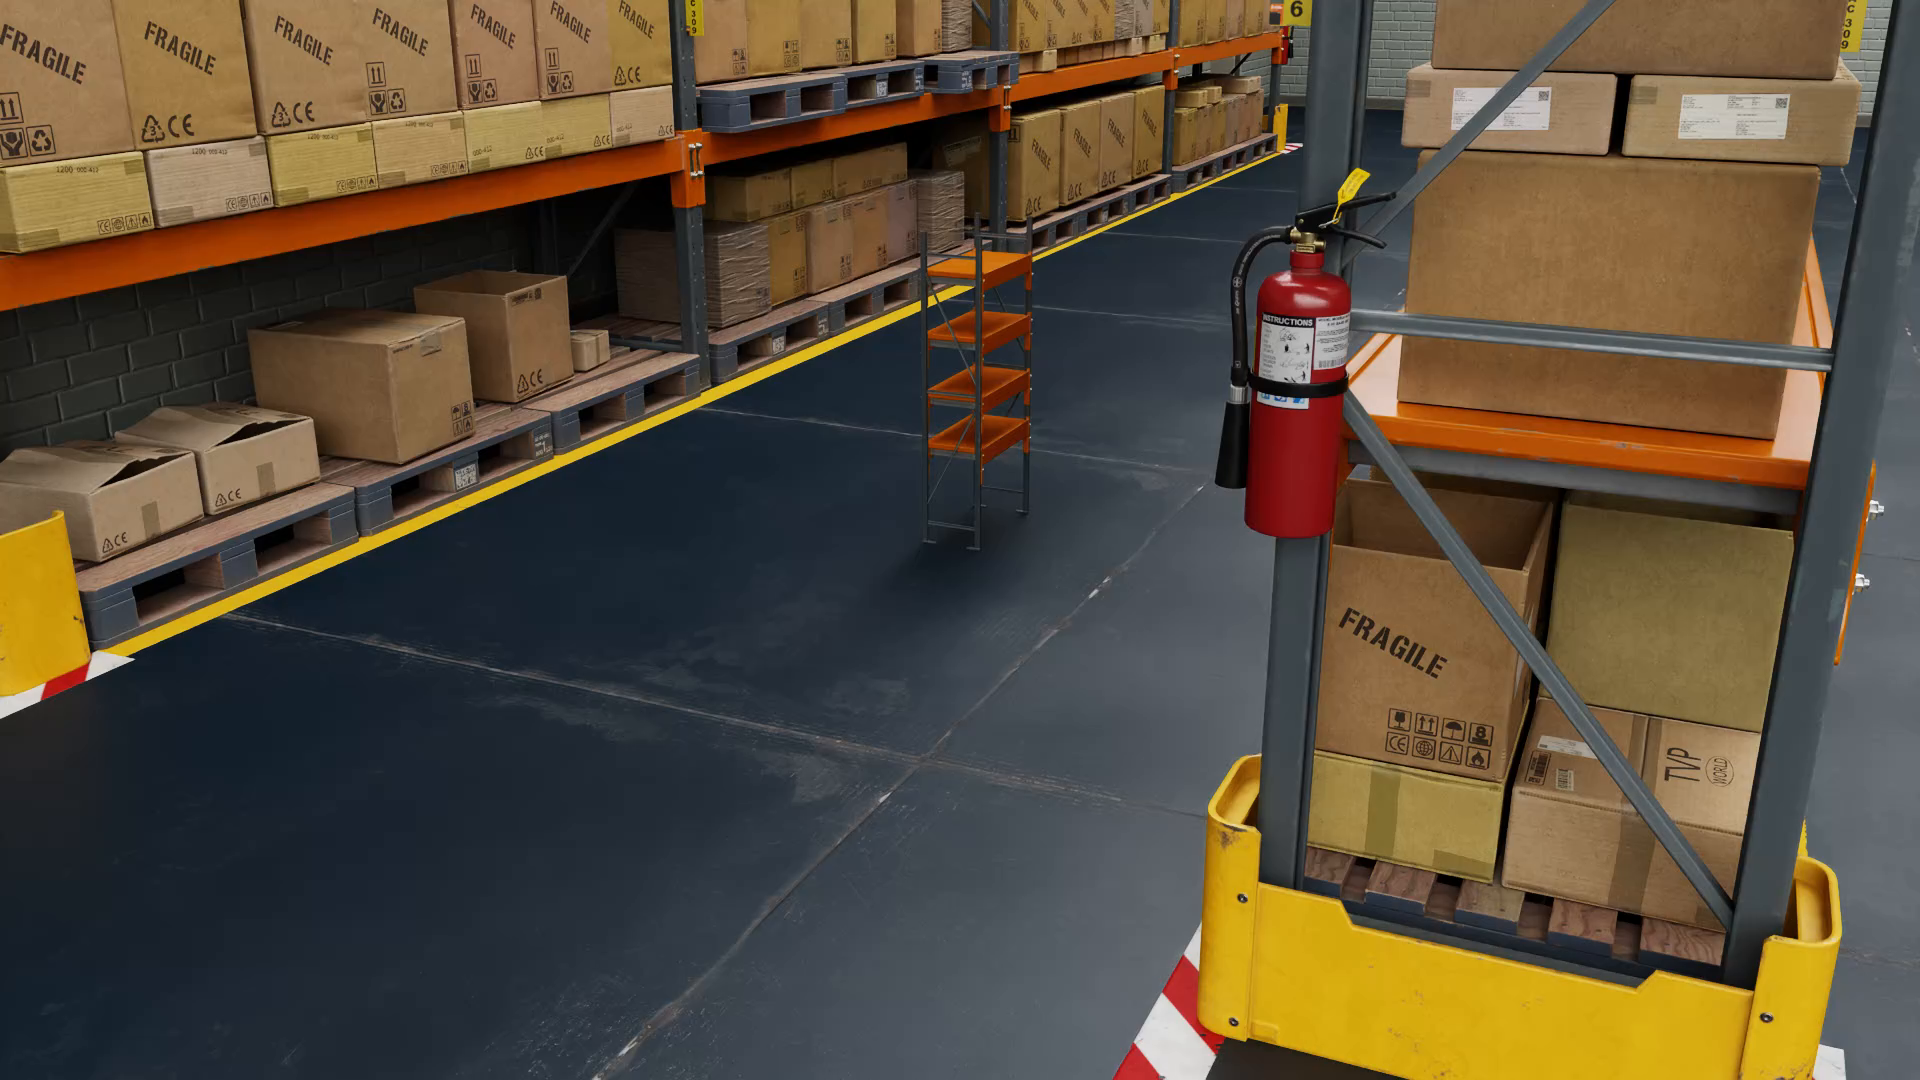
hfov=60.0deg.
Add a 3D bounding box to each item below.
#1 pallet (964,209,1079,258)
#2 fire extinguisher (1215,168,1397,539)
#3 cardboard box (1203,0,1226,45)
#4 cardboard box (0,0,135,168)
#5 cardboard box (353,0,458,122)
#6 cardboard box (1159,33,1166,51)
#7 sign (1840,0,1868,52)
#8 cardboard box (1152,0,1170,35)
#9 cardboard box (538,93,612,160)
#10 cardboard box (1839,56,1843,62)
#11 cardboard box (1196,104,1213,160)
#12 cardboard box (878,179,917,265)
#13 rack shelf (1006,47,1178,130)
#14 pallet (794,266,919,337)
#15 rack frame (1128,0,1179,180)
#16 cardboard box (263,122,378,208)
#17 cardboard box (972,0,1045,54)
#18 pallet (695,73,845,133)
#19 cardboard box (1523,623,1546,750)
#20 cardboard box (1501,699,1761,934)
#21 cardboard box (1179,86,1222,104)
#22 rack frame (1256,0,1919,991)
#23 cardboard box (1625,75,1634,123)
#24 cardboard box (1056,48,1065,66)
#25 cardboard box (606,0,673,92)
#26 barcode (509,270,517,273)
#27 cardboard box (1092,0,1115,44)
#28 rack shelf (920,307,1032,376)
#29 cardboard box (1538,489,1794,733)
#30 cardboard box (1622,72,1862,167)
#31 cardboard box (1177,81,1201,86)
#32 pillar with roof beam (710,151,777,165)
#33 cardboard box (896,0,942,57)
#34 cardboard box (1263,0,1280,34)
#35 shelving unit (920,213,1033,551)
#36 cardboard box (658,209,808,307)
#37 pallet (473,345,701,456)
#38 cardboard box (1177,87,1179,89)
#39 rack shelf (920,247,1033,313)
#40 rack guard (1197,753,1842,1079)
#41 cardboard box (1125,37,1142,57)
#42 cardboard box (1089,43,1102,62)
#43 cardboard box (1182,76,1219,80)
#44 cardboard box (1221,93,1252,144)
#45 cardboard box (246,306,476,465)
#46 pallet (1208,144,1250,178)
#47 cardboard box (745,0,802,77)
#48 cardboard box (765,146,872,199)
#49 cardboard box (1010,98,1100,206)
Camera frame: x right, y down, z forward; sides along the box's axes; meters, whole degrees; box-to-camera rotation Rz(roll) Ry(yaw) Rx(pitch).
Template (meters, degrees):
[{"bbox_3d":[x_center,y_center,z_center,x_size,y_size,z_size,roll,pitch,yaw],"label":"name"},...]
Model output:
[{"bbox_3d":[0.249,-2.396,12.890,1.003,0.211,1.213,9,21,23],"label":"pallet"},{"bbox_3d":[0.630,-0.346,3.080,0.296,0.674,0.183,9,21,23],"label":"fire extinguisher"},{"bbox_3d":[2.036,-5.229,16.247,0.980,0.700,0.700,8,21,21],"label":"cardboard box"},{"bbox_3d":[-2.949,-1.430,5.088,0.500,0.500,0.500,9,21,23],"label":"cardboard box"},{"bbox_3d":[-2.320,-1.896,6.399,0.500,0.500,0.500,9,22,24],"label":"cardboard box"},{"bbox_3d":[1.615,-4.450,14.851,0.380,0.149,0.250,9,21,23],"label":"cardboard box"},{"bbox_3d":[3.247,-1.947,6.057,0.100,0.325,0.005,9,21,23],"label":"sign"},{"bbox_3d":[1.536,-4.723,14.648,0.500,0.500,0.500,8,21,22],"label":"cardboard box"},{"bbox_3d":[-1.910,-1.857,7.408,0.500,0.250,0.500,9,21,23],"label":"cardboard box"},{"bbox_3d":[1.774,-1.032,3.776,0.380,0.149,0.250,8,21,22],"label":"cardboard box"},{"bbox_3d":[2.104,-4.089,16.595,0.700,0.500,0.500,8,21,22],"label":"cardboard box"},{"bbox_3d":[-0.707,-2.140,11.082,0.700,0.500,0.500,9,21,23],"label":"cardboard box"},{"bbox_3d":[0.676,-3.751,13.614,1.077,0.370,4.000,9,21,23],"label":"rack shelf"},{"bbox_3d":[-0.965,-1.555,10.525,1.003,0.211,1.213,9,21,23],"label":"pallet"},{"bbox_3d":[1.495,-4.702,15.212,1.000,3.000,0.127,9,21,23],"label":"rack frame"},{"bbox_3d":[-2.515,-1.393,6.104,0.500,0.250,0.500,8,21,22],"label":"cardboard box"},{"bbox_3d":[0.290,-3.789,12.023,0.500,0.500,0.500,9,22,24],"label":"cardboard box"},{"bbox_3d":[-1.335,-2.379,8.969,1.003,0.211,1.213,9,21,23],"label":"pallet"},{"bbox_3d":[1.246,0.384,4.389,0.500,0.250,0.500,9,21,23],"label":"cardboard box"},{"bbox_3d":[1.525,0.610,3.755,0.500,0.250,0.500,9,21,23],"label":"cardboard box"},{"bbox_3d":[2.415,-4.481,16.728,0.380,0.149,0.250,8,21,21],"label":"cardboard box"},{"bbox_3d":[1.102,-0.355,2.989,1.000,3.000,0.127,9,21,23],"label":"rack frame"},{"bbox_3d":[1.295,-1.009,3.711,0.380,0.149,0.250,8,21,22],"label":"cardboard box"},{"bbox_3d":[0.590,-3.758,12.906,0.380,0.149,0.250,9,21,24],"label":"cardboard box"},{"bbox_3d":[-1.692,-2.361,7.706,0.500,0.500,0.500,8,21,23],"label":"cardboard box"},{"bbox_3d":[-2.221,-1.304,8.256,0.001,0.075,0.075,9,21,23],"label":"barcode"},{"bbox_3d":[0.923,-4.259,13.346,0.500,0.500,0.500,9,22,24],"label":"cardboard box"},{"bbox_3d":[0.068,-0.763,6.358,0.258,0.148,0.480,9,21,23],"label":"rack shelf"},{"bbox_3d":[1.728,0.103,4.060,0.500,0.500,0.500,9,21,23],"label":"cardboard box"},{"bbox_3d":[1.459,-0.798,3.118,0.380,0.149,0.250,8,21,22],"label":"cardboard box"},{"bbox_3d":[2.289,-4.700,17.344,0.380,0.149,0.250,9,21,23],"label":"cardboard box"},{"bbox_3d":[2.463,-5.436,8.324,9.100,9.000,0.400,9,21,23],"label":"pillar with roof beam"},{"bbox_3d":[-0.530,-3.414,10.785,0.700,0.500,0.500,6,21,18],"label":"cardboard box"},{"bbox_3d":[2.934,-5.908,18.158,0.980,0.700,0.700,10,22,25],"label":"cardboard box"},{"bbox_3d":[0.068,-0.616,6.410,0.258,1.200,0.503,9,21,23],"label":"shelving unit"},{"bbox_3d":[-1.329,-1.678,9.784,0.700,0.500,0.500,8,21,22],"label":"cardboard box"},{"bbox_3d":[-2.023,-0.732,8.212,1.003,0.211,1.213,9,21,23],"label":"pallet"},{"bbox_3d":[1.976,-4.467,16.688,0.380,0.149,0.250,8,21,21],"label":"cardboard box"},{"bbox_3d":[0.068,-0.986,6.278,0.258,0.148,0.480,9,21,23],"label":"rack shelf"},{"bbox_3d":[1.092,0.830,3.388,1.175,0.500,0.348,9,21,23],"label":"rack guard"},{"bbox_3d":[1.332,-4.208,14.170,0.380,0.149,0.250,9,21,23],"label":"cardboard box"},{"bbox_3d":[0.936,-3.988,13.552,0.380,0.149,0.250,9,22,24],"label":"cardboard box"},{"bbox_3d":[2.600,-4.933,17.999,0.380,0.149,0.250,9,21,23],"label":"cardboard box"},{"bbox_3d":[2.733,-4.564,17.929,0.700,0.500,0.500,8,21,23],"label":"cardboard box"},{"bbox_3d":[-2.474,-0.654,6.904,0.700,0.500,0.500,7,21,19],"label":"cardboard box"},{"bbox_3d":[2.376,-3.984,17.355,1.003,0.211,1.213,9,21,23],"label":"pallet"},{"bbox_3d":[-1.306,-2.831,9.147,0.700,0.500,0.500,11,22,28],"label":"cardboard box"},{"bbox_3d":[-0.887,-2.311,10.445,0.500,0.250,0.500,8,21,22],"label":"cardboard box"},{"bbox_3d":[0.643,-3.137,13.396,0.750,0.750,0.750,8,21,22],"label":"cardboard box"}]
